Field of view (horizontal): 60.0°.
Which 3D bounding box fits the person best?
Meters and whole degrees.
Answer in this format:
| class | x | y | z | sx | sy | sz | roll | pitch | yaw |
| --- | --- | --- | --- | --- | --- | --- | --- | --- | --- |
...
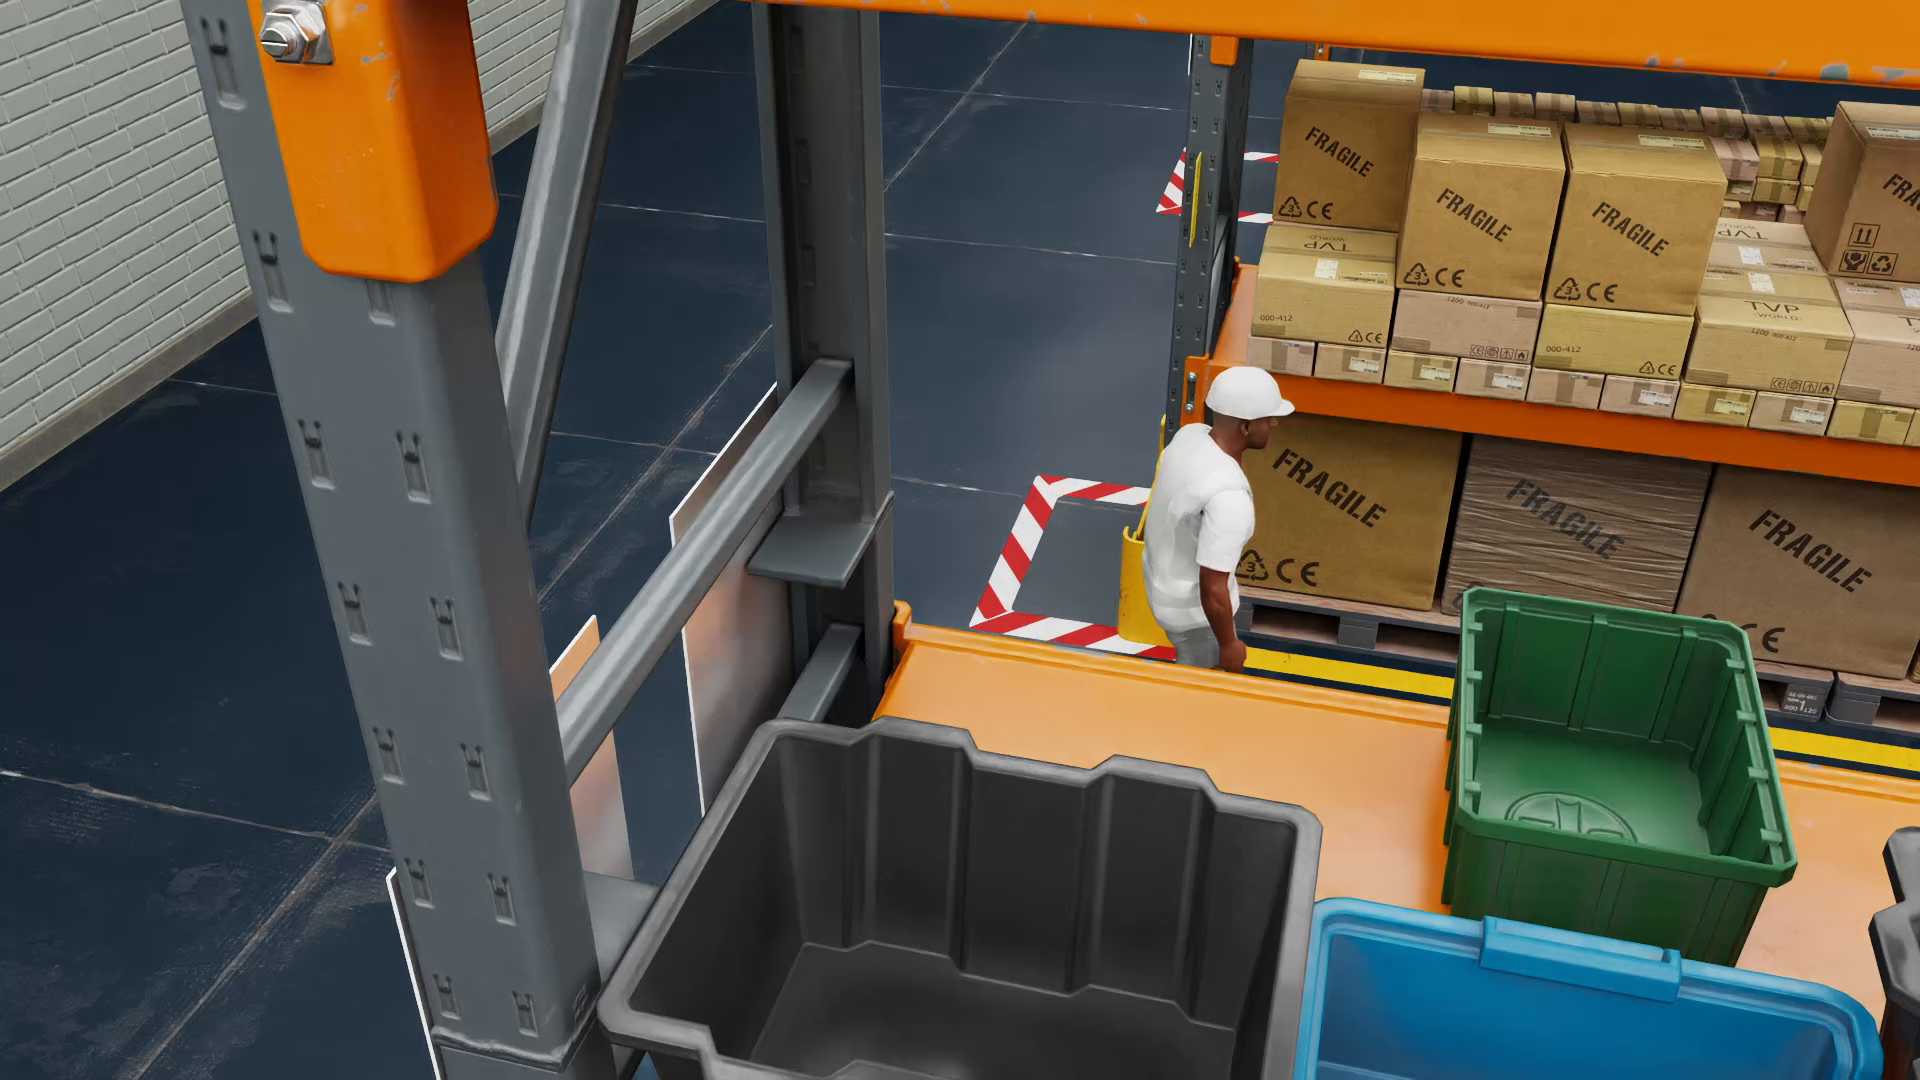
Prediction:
| class | x | y | z | sx | sy | sz | roll | pitch | yaw |
| --- | --- | --- | --- | --- | --- | --- | --- | --- | --- |
| person | 0.865 | 0.204 | 5.804 | 0.457 | 1.760 | 0.635 | -2 | 33 | -3 |
